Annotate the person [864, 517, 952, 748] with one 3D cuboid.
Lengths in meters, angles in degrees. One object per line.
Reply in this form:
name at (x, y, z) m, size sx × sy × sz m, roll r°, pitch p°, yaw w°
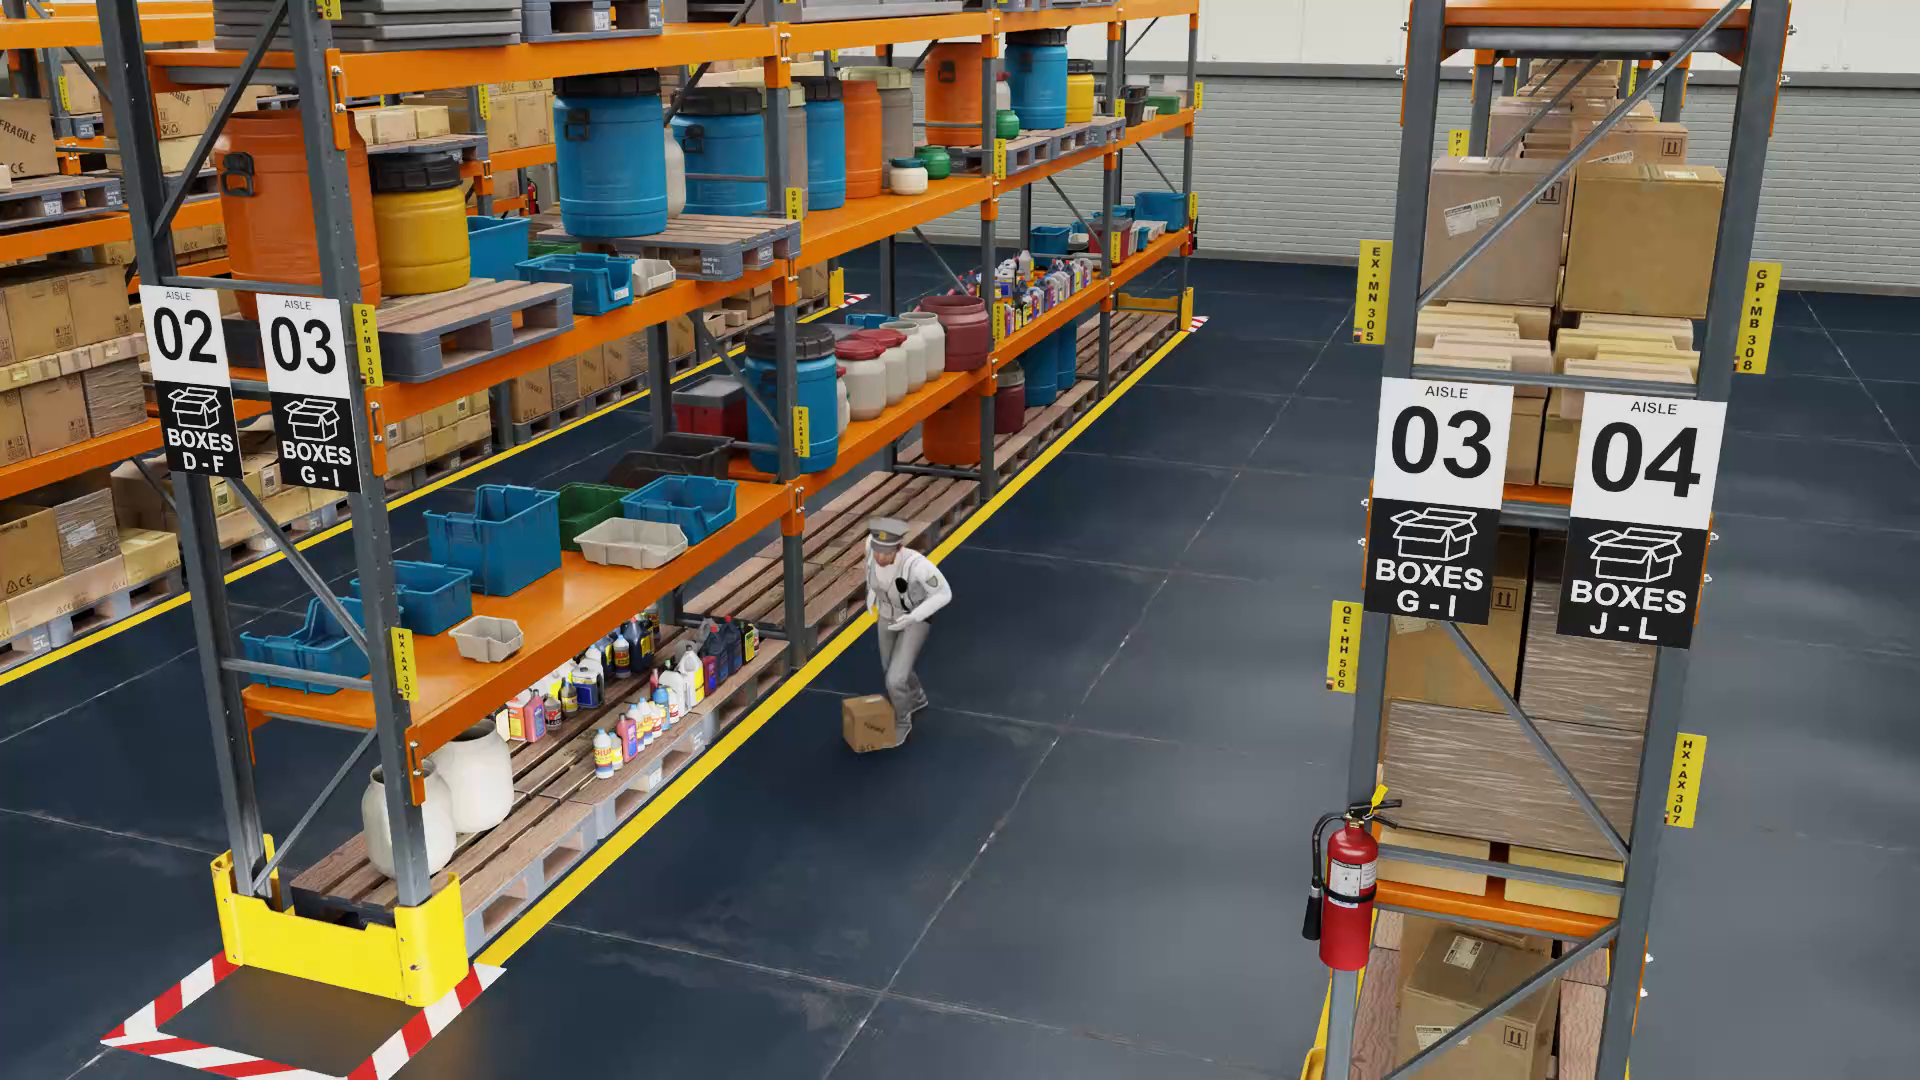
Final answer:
person at (-0.308, 0.504, 9.890) m, size 0.629 × 1.481 × 0.839 m, roll 11°, pitch 22°, yaw 30°
